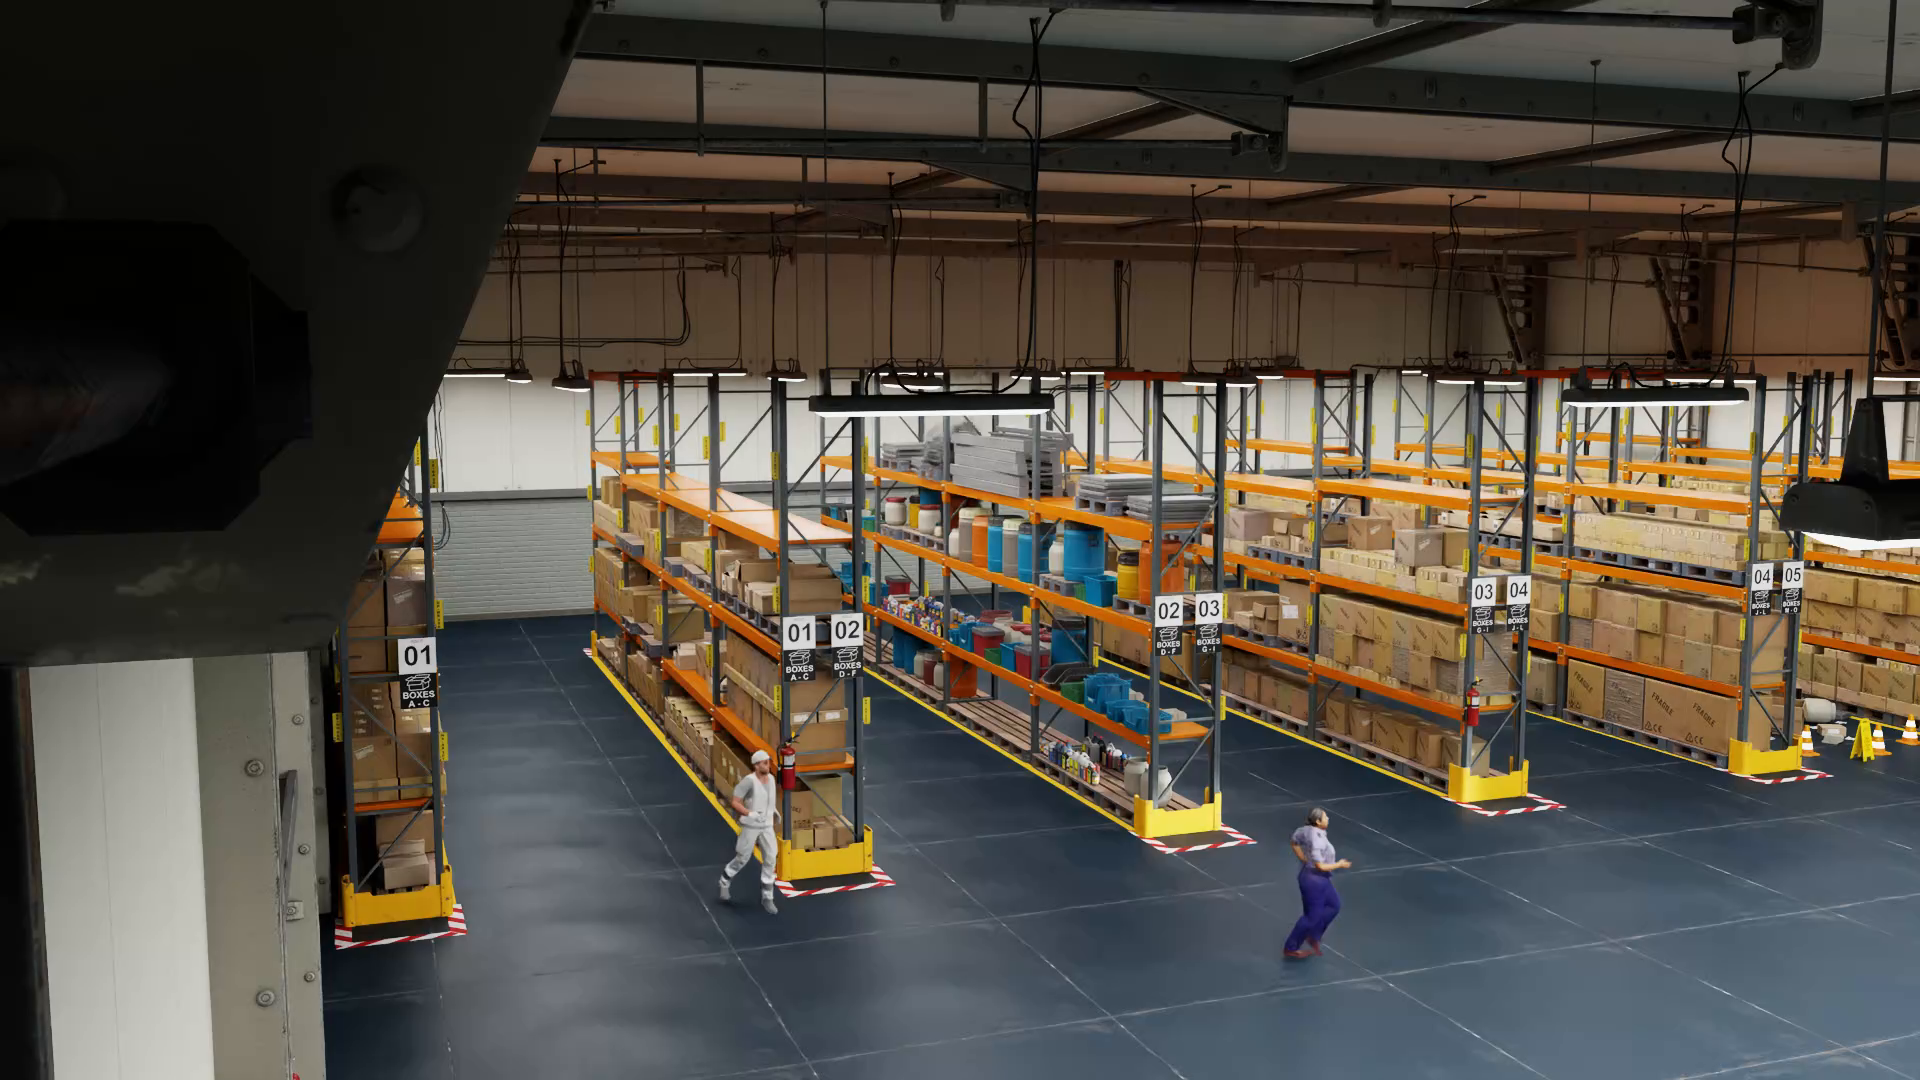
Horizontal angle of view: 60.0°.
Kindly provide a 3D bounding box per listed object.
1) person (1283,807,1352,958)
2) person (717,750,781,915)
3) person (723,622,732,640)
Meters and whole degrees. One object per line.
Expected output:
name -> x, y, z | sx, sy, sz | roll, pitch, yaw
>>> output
person -> 3.730, 3.595, 17.377 | 0.685, 1.662, 0.580 | 0, 6, 3
person -> -2.307, 3.310, 19.128 | 0.722, 1.783, 0.932 | -6, 9, -43
person -> -4.923, 1.668, 34.643 | 0.619, 1.662, 0.829 | -4, 8, -34
